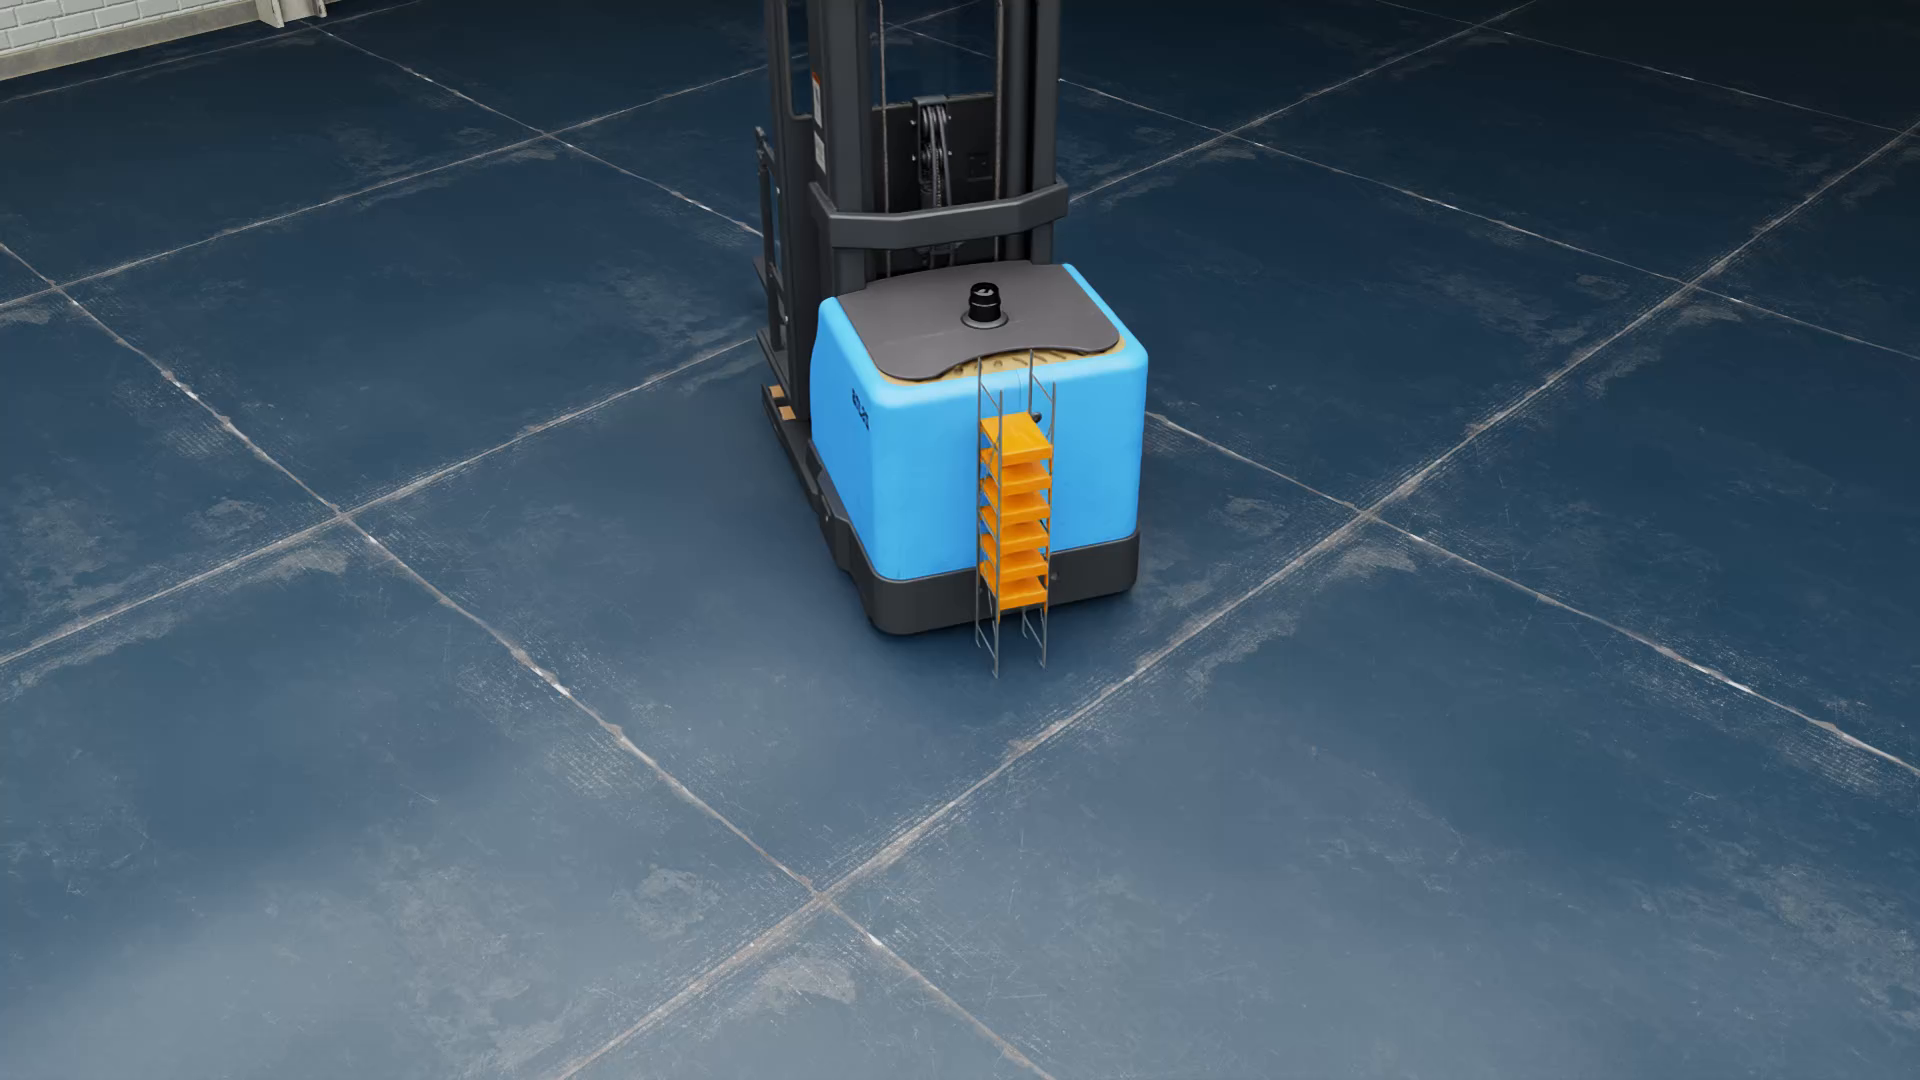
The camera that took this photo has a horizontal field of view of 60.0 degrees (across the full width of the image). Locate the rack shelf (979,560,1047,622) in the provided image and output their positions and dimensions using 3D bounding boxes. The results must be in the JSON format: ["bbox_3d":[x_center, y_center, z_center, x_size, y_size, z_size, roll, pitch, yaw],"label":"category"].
[{"bbox_3d":[0.184,0.167,5.958,0.180,0.103,0.258,-11,37,-15],"label":"rack shelf"}]

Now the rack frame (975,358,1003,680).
[{"bbox_3d":[0.097,-0.049,5.770,0.006,1.200,0.240,-11,37,-15],"label":"rack frame"}]

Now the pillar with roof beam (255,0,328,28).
[{"bbox_3d":[-1.876,-5.821,7.230,9.100,9.000,0.400,30,45,35],"label":"pillar with roof beam"}]

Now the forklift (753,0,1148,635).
[{"bbox_3d":[-0.257,-1.694,6.617,1.130,2.935,3.031,-11,36,-15],"label":"forklift"}]

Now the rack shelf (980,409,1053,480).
[{"bbox_3d":[0.185,-0.323,5.611,0.180,0.103,0.258,-11,37,-15],"label":"rack shelf"}]

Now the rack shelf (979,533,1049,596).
[{"bbox_3d":[0.184,0.069,5.888,0.180,0.103,0.258,-11,37,-15],"label":"rack shelf"}]

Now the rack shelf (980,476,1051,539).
[{"bbox_3d":[0.185,-0.127,5.750,0.180,0.103,0.258,-11,37,-15],"label":"rack shelf"}]

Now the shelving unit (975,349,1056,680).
[{"bbox_3d":[0.185,-0.066,5.793,0.189,1.200,0.258,-11,37,-15],"label":"shelving unit"}]

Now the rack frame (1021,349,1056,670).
[{"bbox_3d":[0.272,-0.082,5.817,0.006,1.200,0.240,-11,37,-15],"label":"rack frame"}]

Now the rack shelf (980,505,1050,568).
[{"bbox_3d":[0.184,-0.029,5.819,0.180,0.103,0.258,-11,37,-15],"label":"rack shelf"}]

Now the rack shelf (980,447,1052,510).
[{"bbox_3d":[0.185,-0.225,5.681,0.180,0.103,0.258,-11,37,-15],"label":"rack shelf"}]
